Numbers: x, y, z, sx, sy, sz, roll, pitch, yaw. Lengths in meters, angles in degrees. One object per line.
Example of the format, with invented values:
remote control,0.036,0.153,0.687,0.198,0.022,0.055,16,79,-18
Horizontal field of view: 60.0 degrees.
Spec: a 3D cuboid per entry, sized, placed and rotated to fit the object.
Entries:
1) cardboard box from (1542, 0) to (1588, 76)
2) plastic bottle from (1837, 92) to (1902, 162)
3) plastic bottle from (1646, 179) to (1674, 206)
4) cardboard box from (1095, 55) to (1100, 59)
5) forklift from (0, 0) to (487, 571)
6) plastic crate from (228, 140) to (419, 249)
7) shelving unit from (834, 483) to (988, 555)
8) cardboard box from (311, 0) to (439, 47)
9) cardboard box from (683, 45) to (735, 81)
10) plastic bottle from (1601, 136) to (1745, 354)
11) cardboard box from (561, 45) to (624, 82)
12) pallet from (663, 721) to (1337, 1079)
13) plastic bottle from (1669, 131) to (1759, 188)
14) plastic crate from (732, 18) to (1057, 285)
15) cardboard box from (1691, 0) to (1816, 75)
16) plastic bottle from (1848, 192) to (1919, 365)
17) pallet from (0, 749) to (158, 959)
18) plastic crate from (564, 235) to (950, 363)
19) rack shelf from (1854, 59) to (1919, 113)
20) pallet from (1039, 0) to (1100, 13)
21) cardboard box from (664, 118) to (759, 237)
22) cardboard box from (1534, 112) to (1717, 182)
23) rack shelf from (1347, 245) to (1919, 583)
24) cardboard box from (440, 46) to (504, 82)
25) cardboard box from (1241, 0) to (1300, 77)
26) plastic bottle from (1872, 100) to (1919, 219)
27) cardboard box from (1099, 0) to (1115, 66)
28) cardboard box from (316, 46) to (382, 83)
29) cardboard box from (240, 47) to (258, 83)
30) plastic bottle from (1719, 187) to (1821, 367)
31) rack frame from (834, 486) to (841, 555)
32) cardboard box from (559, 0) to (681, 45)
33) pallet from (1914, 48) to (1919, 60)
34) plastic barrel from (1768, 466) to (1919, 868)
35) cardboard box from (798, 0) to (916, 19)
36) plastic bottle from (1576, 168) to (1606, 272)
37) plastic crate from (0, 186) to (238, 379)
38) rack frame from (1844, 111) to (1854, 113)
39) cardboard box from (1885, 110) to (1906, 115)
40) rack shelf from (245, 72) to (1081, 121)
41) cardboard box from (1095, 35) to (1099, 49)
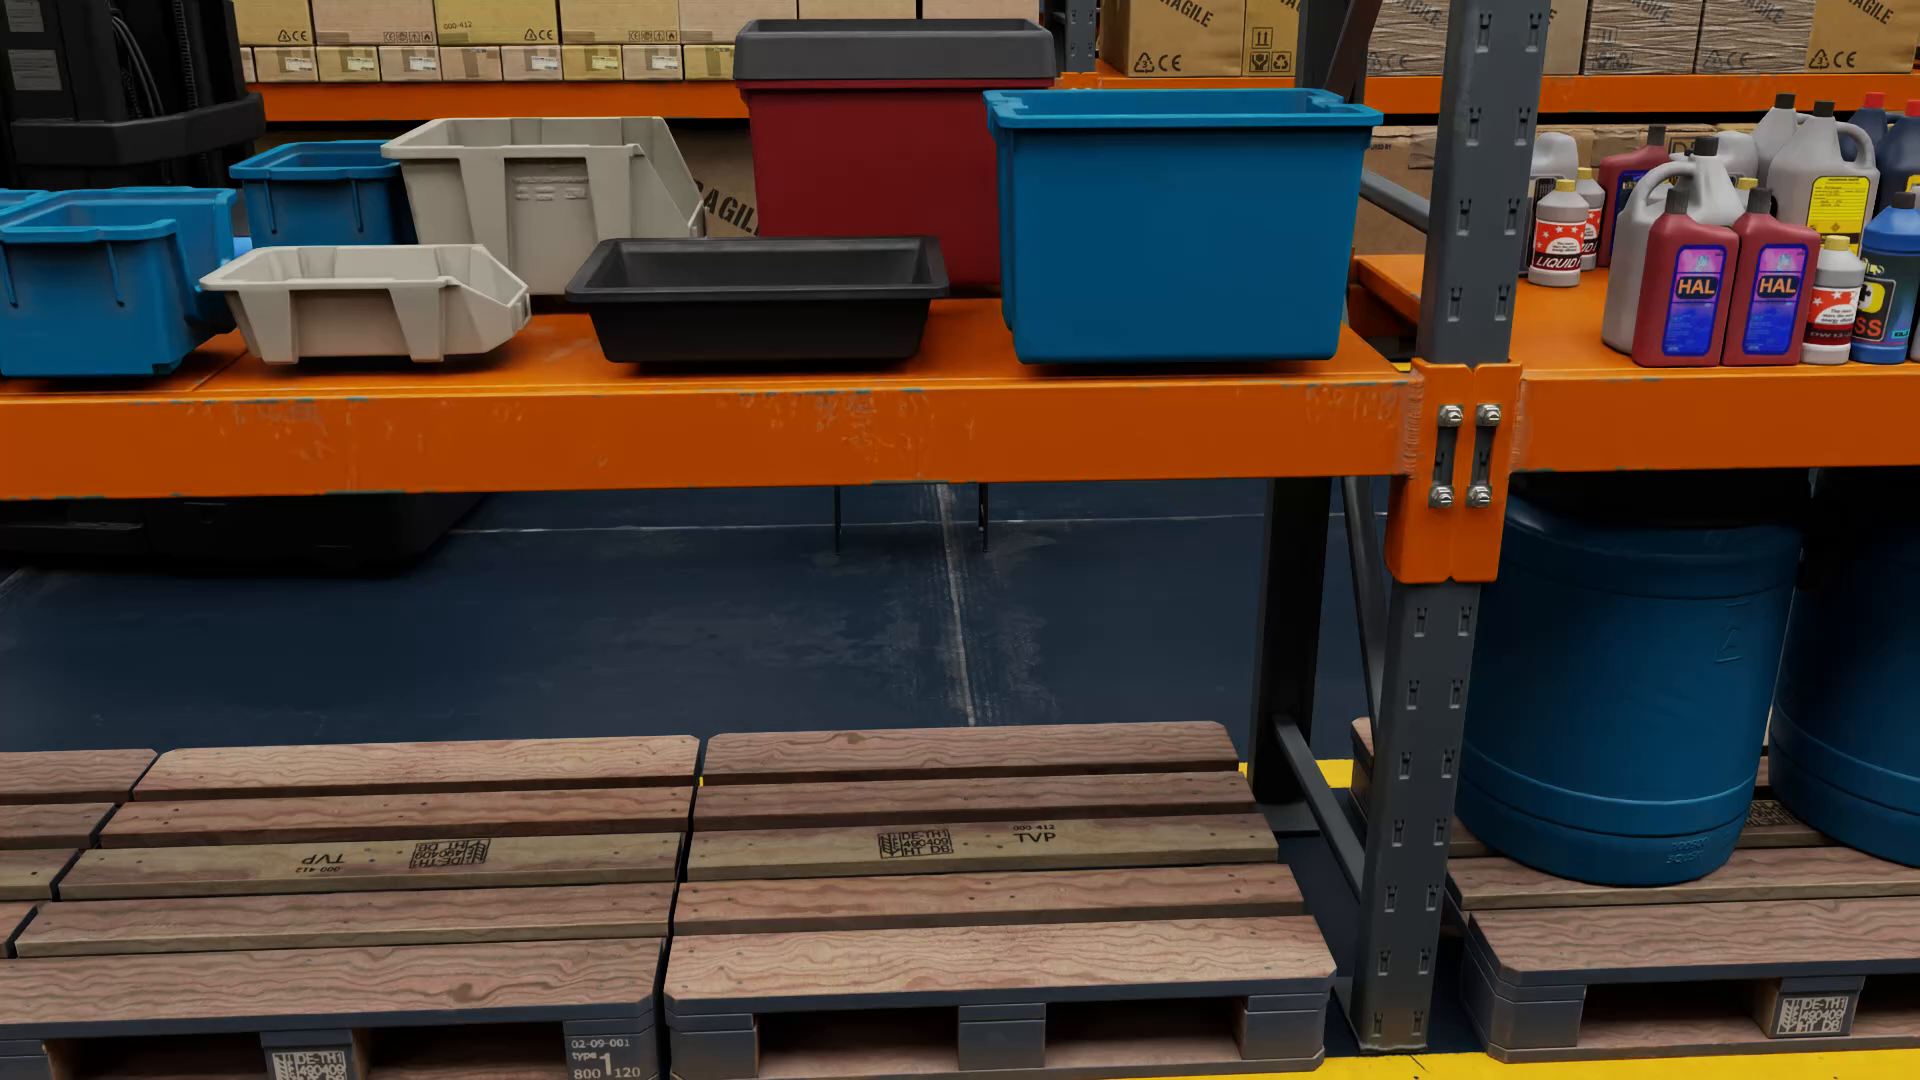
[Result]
cardboard box,2.488,-2.380,7.515,0.500,0.500,0.500,-1,21,-2
plastic bottle,1.864,-0.736,3.407,0.185,0.351,0.144,-1,21,-3
plastic bottle,1.406,-0.643,3.374,0.097,0.201,0.097,0,21,0
cardboard box,1.068,-3.443,12.318,0.500,0.250,0.500,-2,21,-5
forklift,-3.186,-1.471,5.364,3.031,2.935,1.130,2,21,5
plastic crate,-1.177,-0.621,3.189,0.300,0.233,0.416,-1,21,-3
shelving unit,-0.165,-0.557,5.399,0.503,1.200,0.258,-1,21,-3
cardboard box,-2.483,-2.294,7.223,0.500,0.250,0.500,-1,21,-4
cardboard box,-1.071,-2.113,7.309,0.250,0.149,0.380,-1,21,-4
plastic bottle,1.191,-0.490,2.761,0.185,0.351,0.144,-1,21,-3
cardboard box,-1.587,-2.103,7.281,0.250,0.149,0.380,-2,21,-4
pallet,0.049,0.712,3.455,1.213,0.211,1.003,-1,21,-3
plastic bottle,1.520,-0.692,3.398,0.135,0.276,0.152,-1,21,-3
plastic crate,-0.125,-0.749,3.198,0.583,0.464,0.402,-1,21,-3
cardboard box,3.515,-2.401,7.572,0.500,0.500,0.500,-1,21,-4
plastic bottle,1.515,-0.429,2.714,0.097,0.271,0.097,0,21,0
pallet,-2.387,0.761,3.325,1.213,0.211,1.003,-1,21,-3
plastic crate,-0.322,-0.401,2.762,0.590,0.125,0.437,-1,21,-3
rack shelf,6.488,-2.165,8.103,4.000,0.370,1.077,-1,21,-3
pallet,1.087,-4.018,12.228,1.213,0.211,1.003,-1,21,-3
cardboard box,-1.064,-1.580,7.950,0.875,0.875,0.875,-1,21,-3
cardboard box,2.911,-1.642,8.114,0.875,0.875,1.225,-1,21,-3
rack shelf,2.777,-0.325,3.269,4.000,0.370,1.077,-1,21,-3
cardboard box,-2.097,-2.092,7.254,0.250,0.149,0.380,-2,21,-4
cardboard box,1.473,-2.357,7.457,0.500,0.500,0.500,-1,21,-3
plastic bottle,1.872,-0.685,3.273,0.185,0.351,0.144,-1,21,-3
cardboard box,0.949,-2.533,7.917,0.500,0.500,0.500,-1,21,-3
cardboard box,-2.611,-2.082,7.227,0.250,0.149,0.380,-2,21,-4
cardboard box,-3.122,-2.071,7.198,0.250,0.149,0.380,-1,21,-2
plastic bottle,1.304,-0.424,2.683,0.133,0.283,0.061,-1,21,-3
rack frame,-0.409,-0.552,5.386,0.015,1.200,0.240,-1,21,-3
cardboard box,-1.460,-2.315,7.279,0.500,0.250,0.500,-2,21,-4
pallet,5.197,-2.423,8.040,1.003,0.211,1.213,-1,21,-3
plastic barrel,2.032,0.145,3.384,0.708,0.901,0.600,-1,21,-3
cardboard box,-0.445,-2.335,7.331,0.500,0.250,0.500,-1,21,-1
plastic bottle,1.270,-0.662,3.424,0.097,0.201,0.097,0,21,0
plastic crate,-1.334,-0.410,2.632,0.300,0.233,0.416,-1,21,-3
rack frame,4.491,-2.461,7.869,0.127,3.000,1.000,-1,21,-3
cardboard box,6.725,-3.388,12.876,0.750,0.750,1.050,-1,21,-3
rack shelf,-1.499,-2.003,7.677,4.000,0.370,1.077,-1,21,-3
cardboard box,1.448,-5.165,17.368,0.875,0.875,0.875,-1,21,-1
